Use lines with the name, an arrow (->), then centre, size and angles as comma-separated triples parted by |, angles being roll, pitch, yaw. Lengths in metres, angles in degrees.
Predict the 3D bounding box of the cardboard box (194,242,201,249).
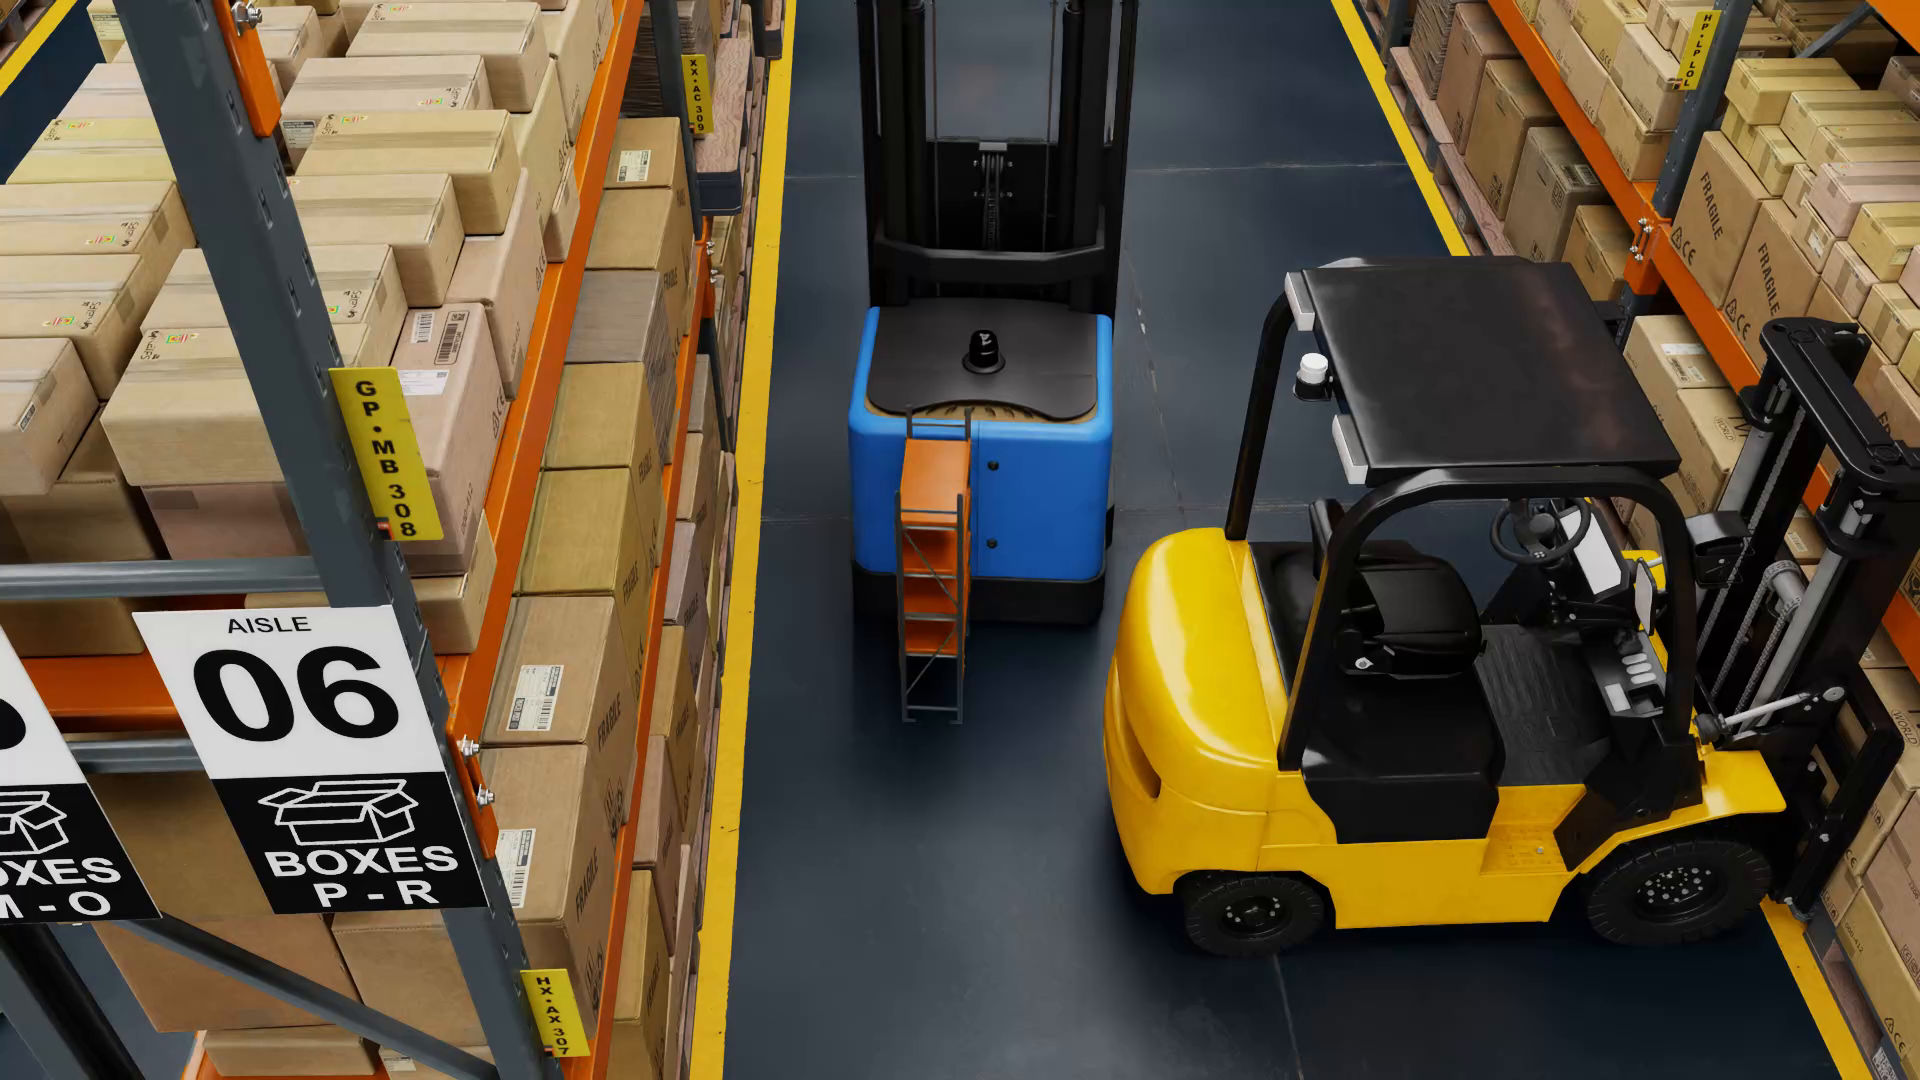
cardboard box -> -1.683, -0.515, 3.413 | 0.500, 0.250, 0.500 | -2, 43, -2

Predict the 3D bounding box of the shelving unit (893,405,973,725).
shelving unit -> -0.094, 0.116, 6.385 | 0.258, 1.200, 0.503 | 2, 43, 3

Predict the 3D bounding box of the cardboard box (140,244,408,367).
cardboard box -> -1.223, -0.400, 2.992 | 0.380, 0.149, 0.250 | -2, 43, -2

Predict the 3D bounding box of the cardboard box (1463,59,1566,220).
cardboard box -> 3.311, -2.186, 9.011 | 0.875, 0.625, 0.625 | -3, 43, -4

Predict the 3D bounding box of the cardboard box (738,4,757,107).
cardboard box -> -1.711, -2.883, 9.959 | 0.950, 0.372, 0.625 | -4, 43, -5

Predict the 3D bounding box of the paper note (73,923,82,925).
paper note -> -3.136, 1.325, 5.947 | 0.032, 0.001, 0.123 | -2, 43, -2

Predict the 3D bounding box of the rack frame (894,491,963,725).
rack frame -> -0.109, 0.281, 6.205 | 0.240, 1.200, 0.015 | 2, 43, 3

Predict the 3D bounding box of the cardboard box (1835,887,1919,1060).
cardboard box -> 3.226, 1.392, 5.385 | 0.500, 0.250, 0.500 | -2, 43, -2

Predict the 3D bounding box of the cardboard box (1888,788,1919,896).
cardboard box -> 3.215, 1.021, 5.050 | 0.500, 0.250, 0.500 | -1, 43, -1

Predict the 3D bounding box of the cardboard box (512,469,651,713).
cardboard box -> -1.177, 0.155, 4.717 | 0.500, 0.500, 0.500 | -2, 43, -3

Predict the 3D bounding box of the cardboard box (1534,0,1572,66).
cardboard box -> 3.104, -2.476, 7.992 | 0.500, 0.250, 0.500 | -1, 43, -2

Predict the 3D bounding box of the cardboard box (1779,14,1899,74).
cardboard box -> 3.603, -2.042, 6.854 | 0.380, 0.149, 0.250 | -3, 43, -3

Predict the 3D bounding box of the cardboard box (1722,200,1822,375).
cardboard box -> 3.200, -0.901, 6.089 | 0.500, 0.500, 0.500 | -1, 43, -1

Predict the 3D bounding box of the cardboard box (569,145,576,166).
cardboard box -> -1.186, -0.973, 4.207 | 0.380, 0.149, 0.250 | -3, 43, -3

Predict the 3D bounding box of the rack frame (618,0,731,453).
rack frame -> -1.555, -1.378, 6.683 | 1.000, 3.000, 0.127 | -2, 43, -2

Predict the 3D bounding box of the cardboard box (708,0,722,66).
cardboard box -> -1.311, -2.342, 7.130 | 0.500, 0.500, 0.500 | -2, 43, -2

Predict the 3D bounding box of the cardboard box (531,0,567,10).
cardboard box -> -1.163, -1.433, 4.119 | 0.380, 0.149, 0.250 | -1, 43, -1

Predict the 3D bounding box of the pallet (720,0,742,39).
pallet -> -1.600, -2.672, 8.237 | 1.003, 0.211, 1.213 | -2, 43, -2

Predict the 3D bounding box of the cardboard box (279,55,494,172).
cardboard box -> -1.215, -0.907, 3.545 | 0.380, 0.149, 0.250 | -2, 43, -2

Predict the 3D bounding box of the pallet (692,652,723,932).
pallet -> -1.437, 0.928, 6.231 | 1.003, 0.211, 1.213 | -2, 43, -2

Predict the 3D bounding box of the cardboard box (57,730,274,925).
cardboard box -> -1.625, 0.469, 3.634 | 0.700, 0.500, 0.500 | -3, 43, -3

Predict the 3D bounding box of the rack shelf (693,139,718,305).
rack shelf -> -1.640, -2.463, 8.399 | 1.077, 0.370, 4.000 | -2, 43, -2

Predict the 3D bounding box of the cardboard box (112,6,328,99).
cardboard box -> -1.644, -1.067, 3.720 | 0.380, 0.149, 0.250 | -3, 43, -3

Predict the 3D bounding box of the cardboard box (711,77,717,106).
cardboard box -> -1.265, -1.991, 7.227 | 0.380, 0.149, 0.250 | -1, 43, -1

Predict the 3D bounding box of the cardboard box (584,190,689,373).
cardboard box -> -1.259, -0.884, 5.850 | 0.500, 0.500, 0.500 | 0, 43, 0

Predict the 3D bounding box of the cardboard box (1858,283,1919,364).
cardboard box -> 3.180, -0.711, 5.401 | 0.380, 0.149, 0.250 | -3, 43, -3

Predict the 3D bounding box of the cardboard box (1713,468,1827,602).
cardboard box -> 3.155, -0.016, 6.181 | 0.500, 0.250, 0.500 | 0, 43, 0

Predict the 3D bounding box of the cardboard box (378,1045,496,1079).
cardboard box -> -1.193, 1.180, 4.078 | 0.380, 0.149, 0.250 | -1, 43, -2

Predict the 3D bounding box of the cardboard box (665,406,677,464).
cardboard box -> -1.191, -0.391, 5.792 | 0.380, 0.149, 0.250 | -2, 43, -2

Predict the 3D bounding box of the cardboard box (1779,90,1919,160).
cardboard box -> 3.240, -1.511, 6.054 | 0.380, 0.149, 0.250 | -1, 43, -1

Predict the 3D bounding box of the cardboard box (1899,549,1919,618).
cardboard box -> 3.255, 0.120, 4.975 | 0.500, 0.500, 0.500 | -2, 43, -3

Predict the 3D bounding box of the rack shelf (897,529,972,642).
rack shelf -> -0.094, 0.166, 6.430 | 0.258, 0.148, 0.480 | 2, 43, 3

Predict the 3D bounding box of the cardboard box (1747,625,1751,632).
cardboard box -> 3.149, 0.167, 6.352 | 0.500, 0.250, 0.500 | -2, 43, -2

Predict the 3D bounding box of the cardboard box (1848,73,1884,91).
cardboard box -> 3.638, -2.002, 7.105 | 0.500, 0.250, 0.500 | -2, 43, -2

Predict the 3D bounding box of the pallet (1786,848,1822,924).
pallet -> 3.451, 0.869, 6.296 | 1.003, 0.211, 1.213 | -2, 43, -2

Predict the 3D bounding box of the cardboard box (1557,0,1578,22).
cardboard box -> 3.083, -2.668, 7.832 | 0.500, 0.250, 0.500 | -1, 43, -1

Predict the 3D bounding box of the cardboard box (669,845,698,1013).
cardboard box -> -1.158, 1.284, 5.503 | 0.500, 0.250, 0.500 | 0, 43, 0

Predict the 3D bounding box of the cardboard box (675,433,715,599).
cardboard box -> -1.239, -0.060, 6.415 | 0.500, 0.500, 0.500 | -1, 43, -1

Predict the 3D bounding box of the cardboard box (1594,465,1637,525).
cardboard box -> 3.094, -0.328, 7.262 | 0.500, 0.250, 0.500 | -1, 43, -1

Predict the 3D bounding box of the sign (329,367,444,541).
sign -> -0.843, -0.121, 2.445 | 0.100, 0.325, 0.005 | -2, 43, -2

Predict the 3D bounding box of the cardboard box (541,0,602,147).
cardboard box -> -1.201, -1.219, 4.181 | 0.500, 0.250, 0.500 | -1, 43, -1

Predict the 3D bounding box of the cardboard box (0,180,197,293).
cardboard box -> -1.697, -0.551, 3.157 | 0.380, 0.149, 0.250 | -2, 43, -2

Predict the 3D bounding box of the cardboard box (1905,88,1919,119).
cardboard box -> 3.688, -1.531, 6.076 | 0.380, 0.149, 0.250 | -3, 43, -3

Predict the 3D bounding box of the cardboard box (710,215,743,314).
cardboard box -> -1.614, -1.403, 8.345 | 0.950, 0.372, 0.625 | 1, 43, 1

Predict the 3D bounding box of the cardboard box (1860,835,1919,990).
cardboard box -> 3.230, 1.194, 5.232 | 0.500, 0.250, 0.500 | -2, 43, -2

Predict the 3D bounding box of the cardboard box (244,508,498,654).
cardboard box -> -1.075, 0.076, 3.063 | 0.380, 0.149, 0.250 | -2, 43, -2

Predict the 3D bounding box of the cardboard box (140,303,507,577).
cardboard box -> -1.141, -0.185, 3.052 | 0.500, 0.250, 0.500 | -2, 43, -3

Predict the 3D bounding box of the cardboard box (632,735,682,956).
cardboard box -> -1.172, 0.984, 5.276 | 0.500, 0.500, 0.500 | -3, 43, -3

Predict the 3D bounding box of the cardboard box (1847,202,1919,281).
cardboard box -> 3.188, -0.988, 5.483 | 0.380, 0.149, 0.250 | -2, 43, -2

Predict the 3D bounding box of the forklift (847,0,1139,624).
forklift -> 0.160, -1.716, 7.103 | 1.130, 2.935, 3.031 | 2, 43, 3

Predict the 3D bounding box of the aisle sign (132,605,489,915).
aisle sign -> -1.073, 0.397, 2.823 | 0.394, 0.787, 0.004 | -2, 43, -2

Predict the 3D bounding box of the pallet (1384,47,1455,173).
pallet -> 3.230, -2.638, 10.122 | 1.003, 0.211, 1.213 | -2, 43, -2

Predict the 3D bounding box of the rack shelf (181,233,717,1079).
rack shelf -> -1.470, 0.238, 5.453 | 1.077, 0.370, 4.000 | -2, 43, -2

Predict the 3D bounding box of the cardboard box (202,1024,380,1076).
cardboard box -> -1.615, 1.169, 4.091 | 0.380, 0.149, 0.250 | 0, 43, 0

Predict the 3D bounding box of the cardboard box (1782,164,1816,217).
cardboard box -> 3.206, -1.226, 5.963 | 0.380, 0.149, 0.250 | -2, 43, -2

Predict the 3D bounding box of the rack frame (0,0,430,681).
rack frame -> -1.385, -0.889, 1.710 | 1.000, 3.000, 0.127 | -2, 43, -2

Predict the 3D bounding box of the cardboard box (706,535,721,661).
cardboard box -> -1.229, 0.232, 6.651 | 0.500, 0.250, 0.500 | -3, 43, -3

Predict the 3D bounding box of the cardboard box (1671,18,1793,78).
cardboard box -> 3.167, -2.023, 6.833 | 0.380, 0.149, 0.250 | 0, 43, 0

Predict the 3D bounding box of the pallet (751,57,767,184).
pallet -> -1.693, -2.523, 9.996 | 1.003, 0.211, 1.213 | -2, 43, -2
